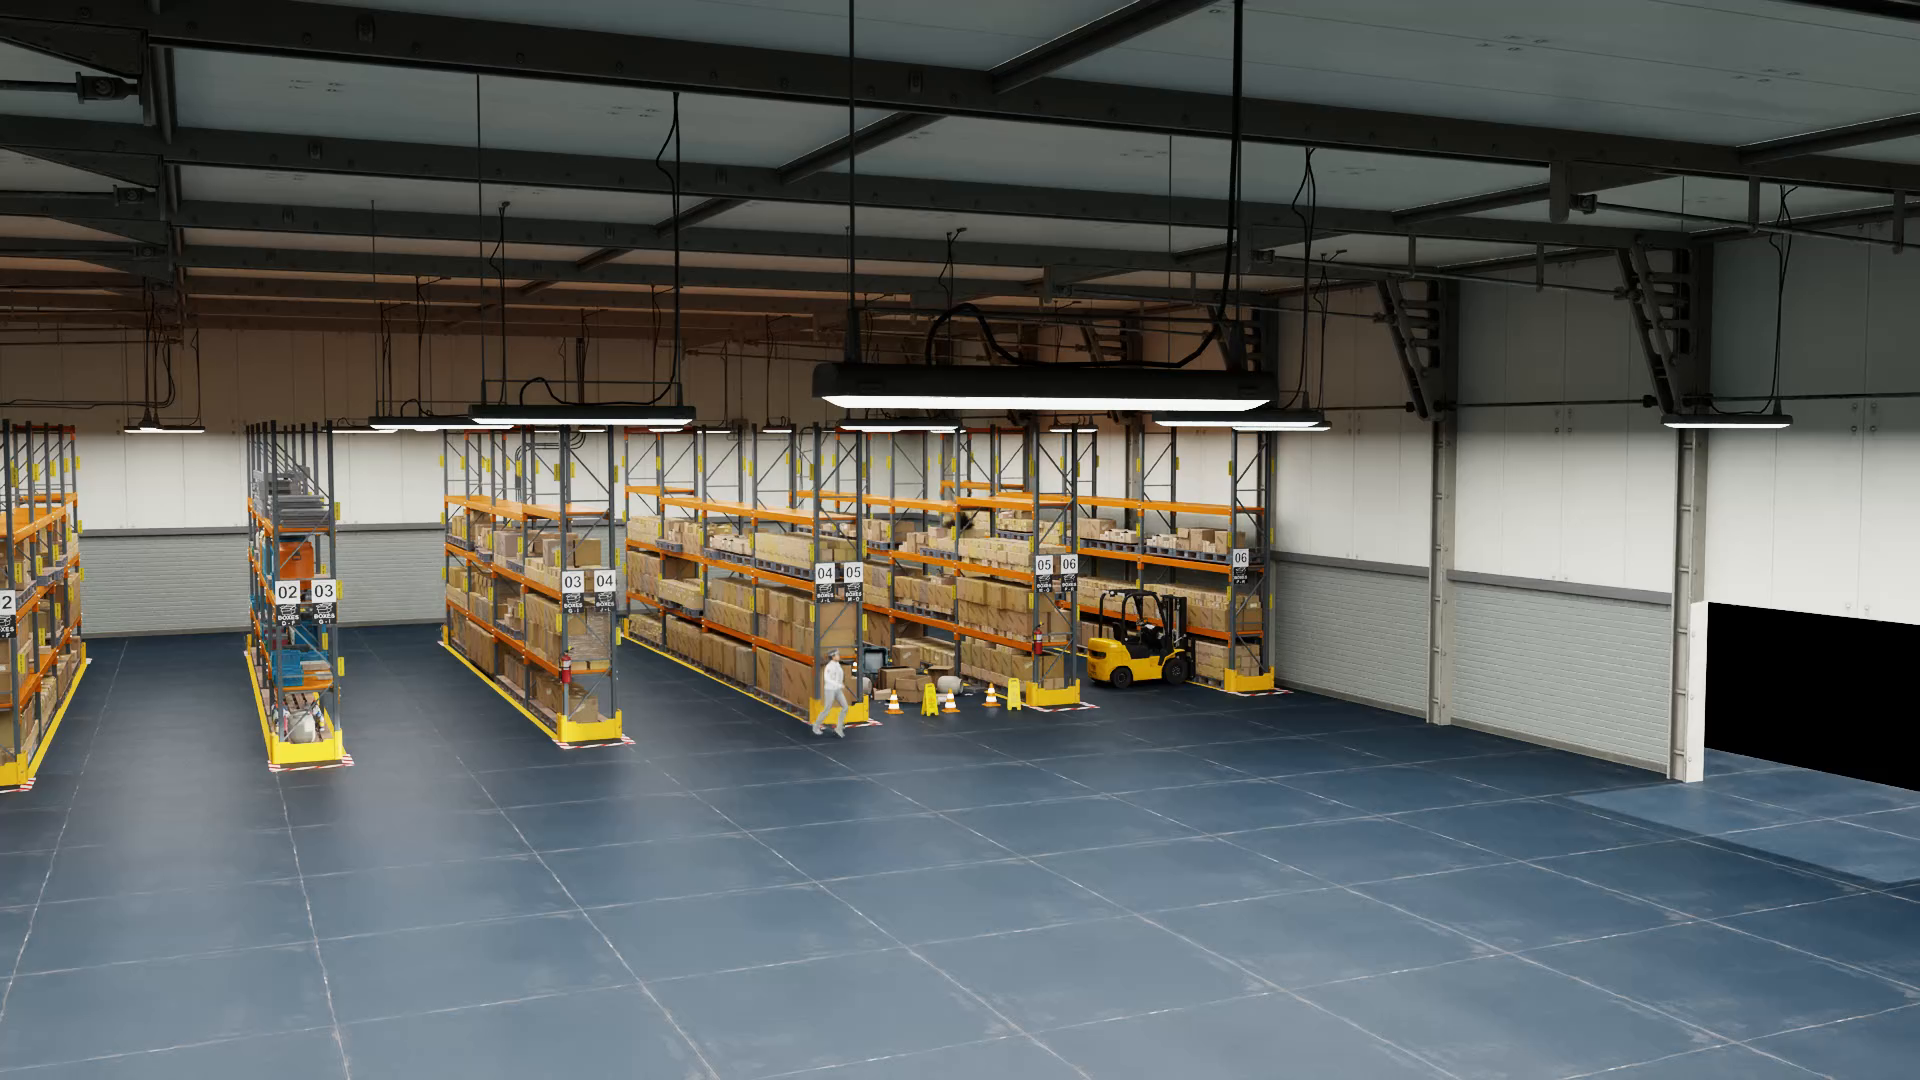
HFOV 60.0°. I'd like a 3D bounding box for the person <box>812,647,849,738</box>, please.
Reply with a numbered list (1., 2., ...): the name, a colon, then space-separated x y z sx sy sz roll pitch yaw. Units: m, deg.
1. person: -2.438 2.906 31.774 0.664 1.708 0.661 2 4 26
